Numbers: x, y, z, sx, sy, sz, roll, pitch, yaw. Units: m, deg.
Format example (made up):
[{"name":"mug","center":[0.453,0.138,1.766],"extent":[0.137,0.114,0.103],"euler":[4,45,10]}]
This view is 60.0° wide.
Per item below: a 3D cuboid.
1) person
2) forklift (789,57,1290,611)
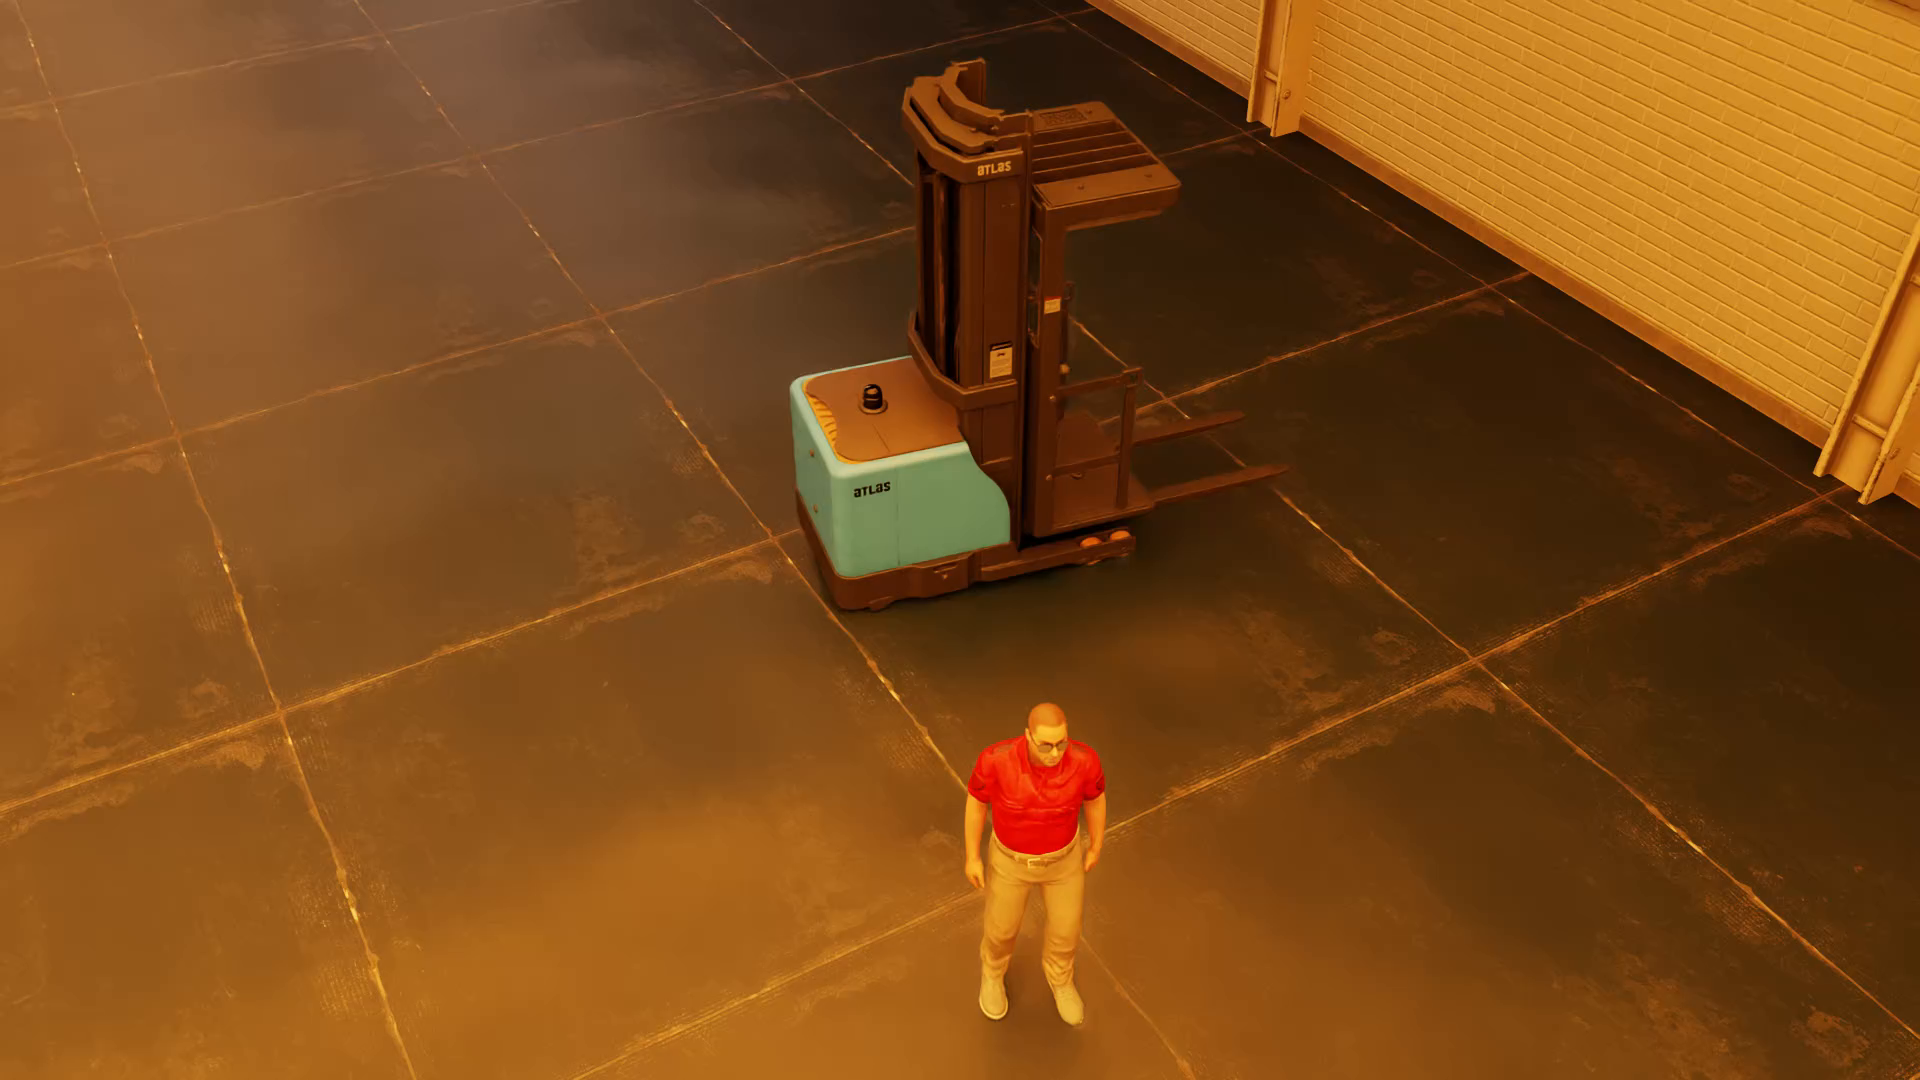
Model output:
[{"name":"person","center":[0.333,1.435,7.269],"extent":[0.622,1.750,0.476],"euler":[-2,40,-3]},{"name":"forklift","center":[0.552,-1.284,9.584],"extent":[3.031,2.935,1.130],"euler":[-13,41,-15]}]
